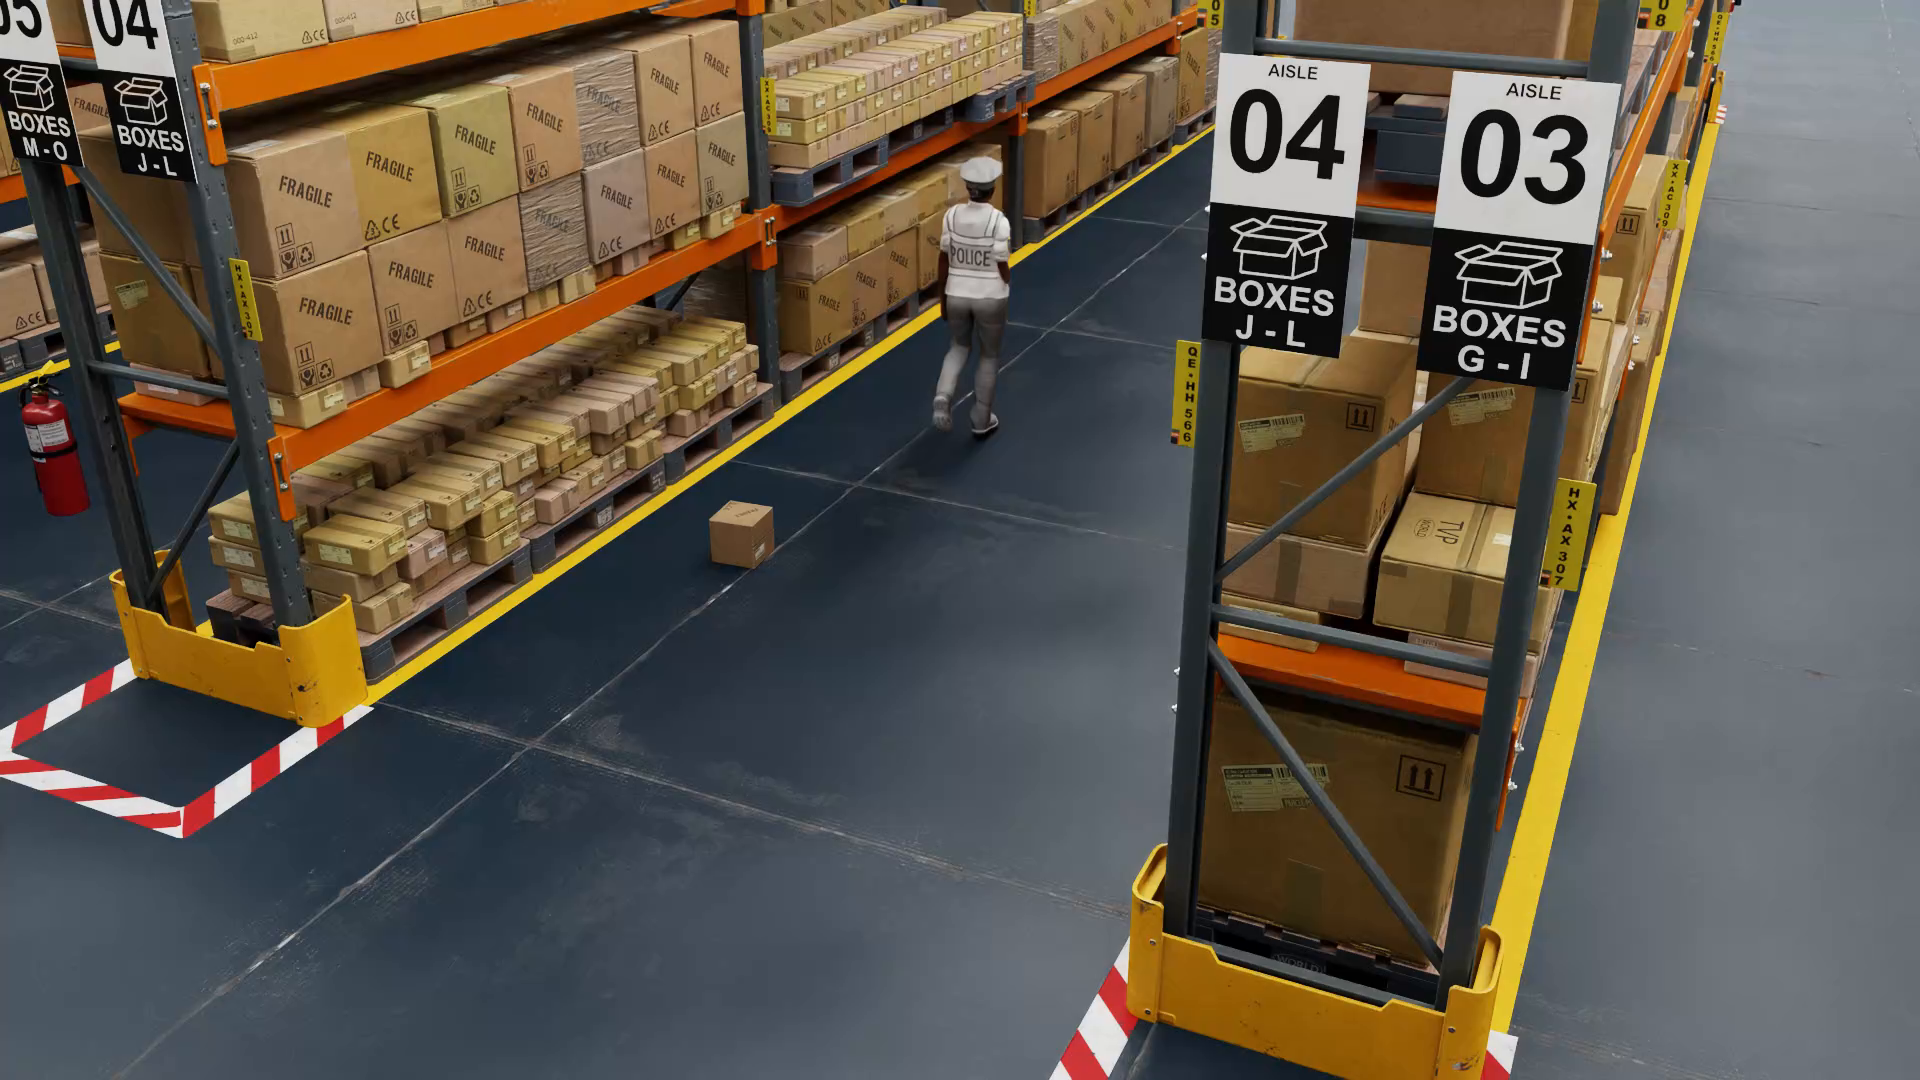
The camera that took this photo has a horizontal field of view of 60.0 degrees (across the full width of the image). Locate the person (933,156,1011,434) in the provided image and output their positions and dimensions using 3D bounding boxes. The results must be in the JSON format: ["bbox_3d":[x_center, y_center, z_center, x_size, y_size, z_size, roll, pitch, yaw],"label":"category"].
[{"bbox_3d":[0.065,-1.416,9.908,0.459,1.677,0.500,11,28,20],"label":"person"}]
